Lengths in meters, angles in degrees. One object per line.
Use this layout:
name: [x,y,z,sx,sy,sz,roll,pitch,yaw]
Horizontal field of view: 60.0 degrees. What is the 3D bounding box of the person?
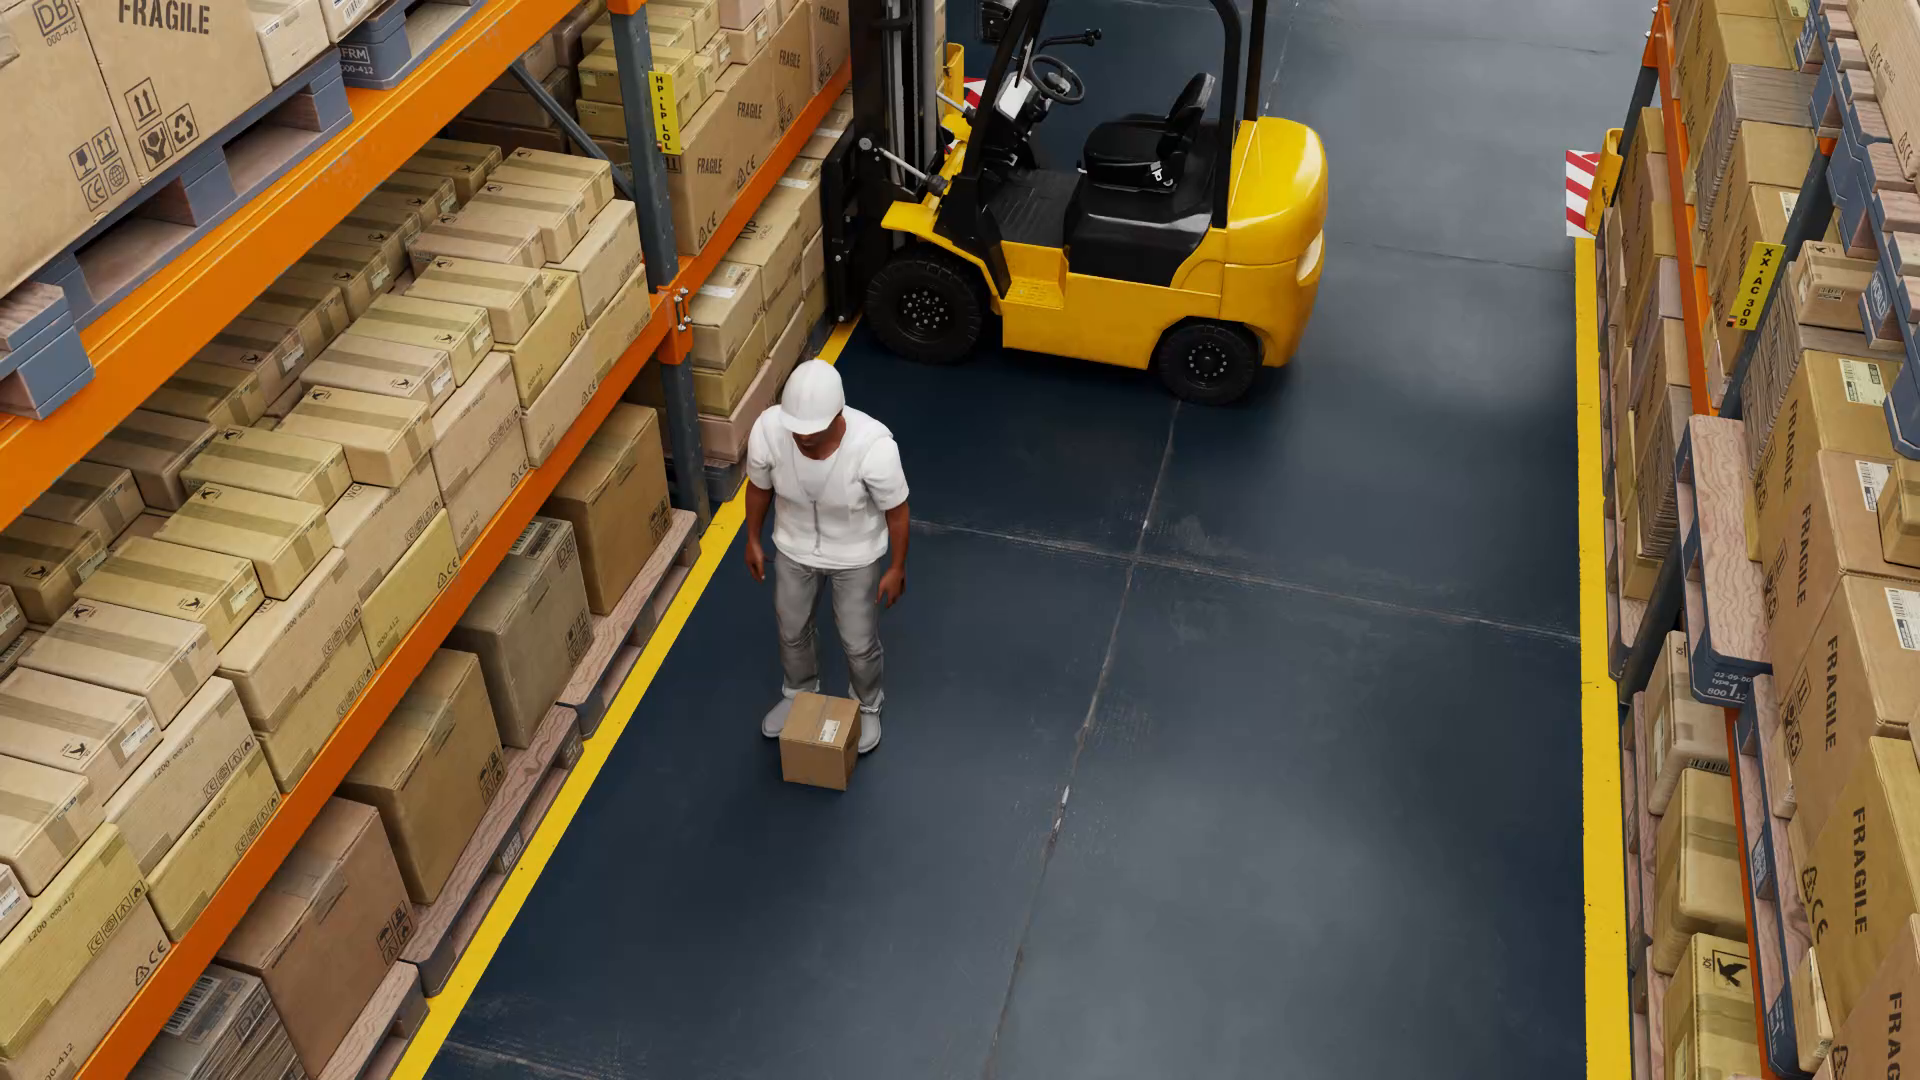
person: [-0.493,0.056,6.080,0.627,1.760,0.458,10,42,11]
